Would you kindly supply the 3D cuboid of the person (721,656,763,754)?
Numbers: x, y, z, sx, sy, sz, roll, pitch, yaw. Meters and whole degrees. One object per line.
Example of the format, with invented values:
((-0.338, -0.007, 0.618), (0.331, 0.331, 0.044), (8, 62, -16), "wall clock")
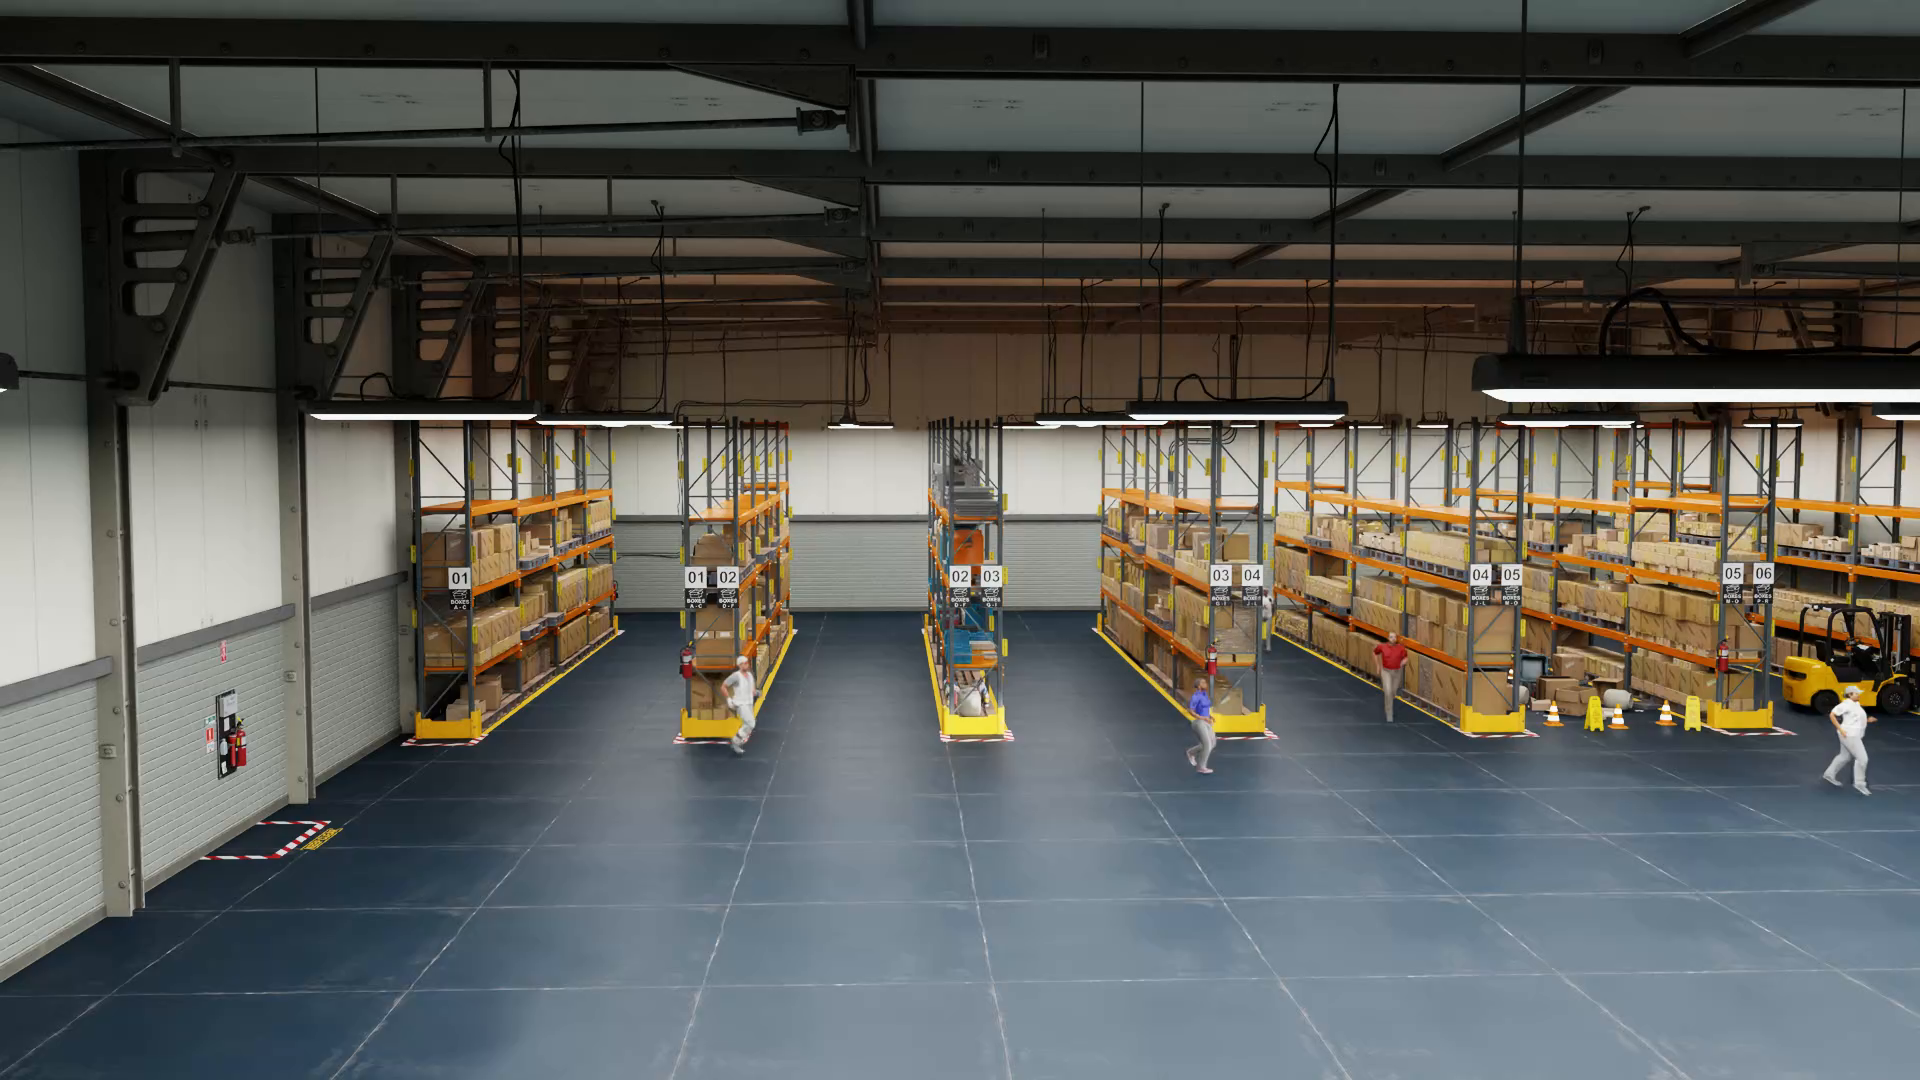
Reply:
((-3.778, 2.915, 29.315), (0.630, 1.739, 0.642), (2, 4, 29), "person")

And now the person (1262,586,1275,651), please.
((7.985, 2.022, 43.537), (0.580, 1.677, 0.931), (0, 4, -2), "person")

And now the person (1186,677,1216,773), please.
((4.034, 3.098, 27.904), (0.584, 1.603, 0.573), (2, 4, 32), "person")

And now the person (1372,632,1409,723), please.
((8.595, 2.705, 33.119), (0.650, 1.773, 0.832), (0, 4, -4), "person")

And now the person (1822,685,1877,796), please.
((14.146, 3.166, 26.460), (0.771, 1.728, 0.582), (3, 5, 39), "person")
